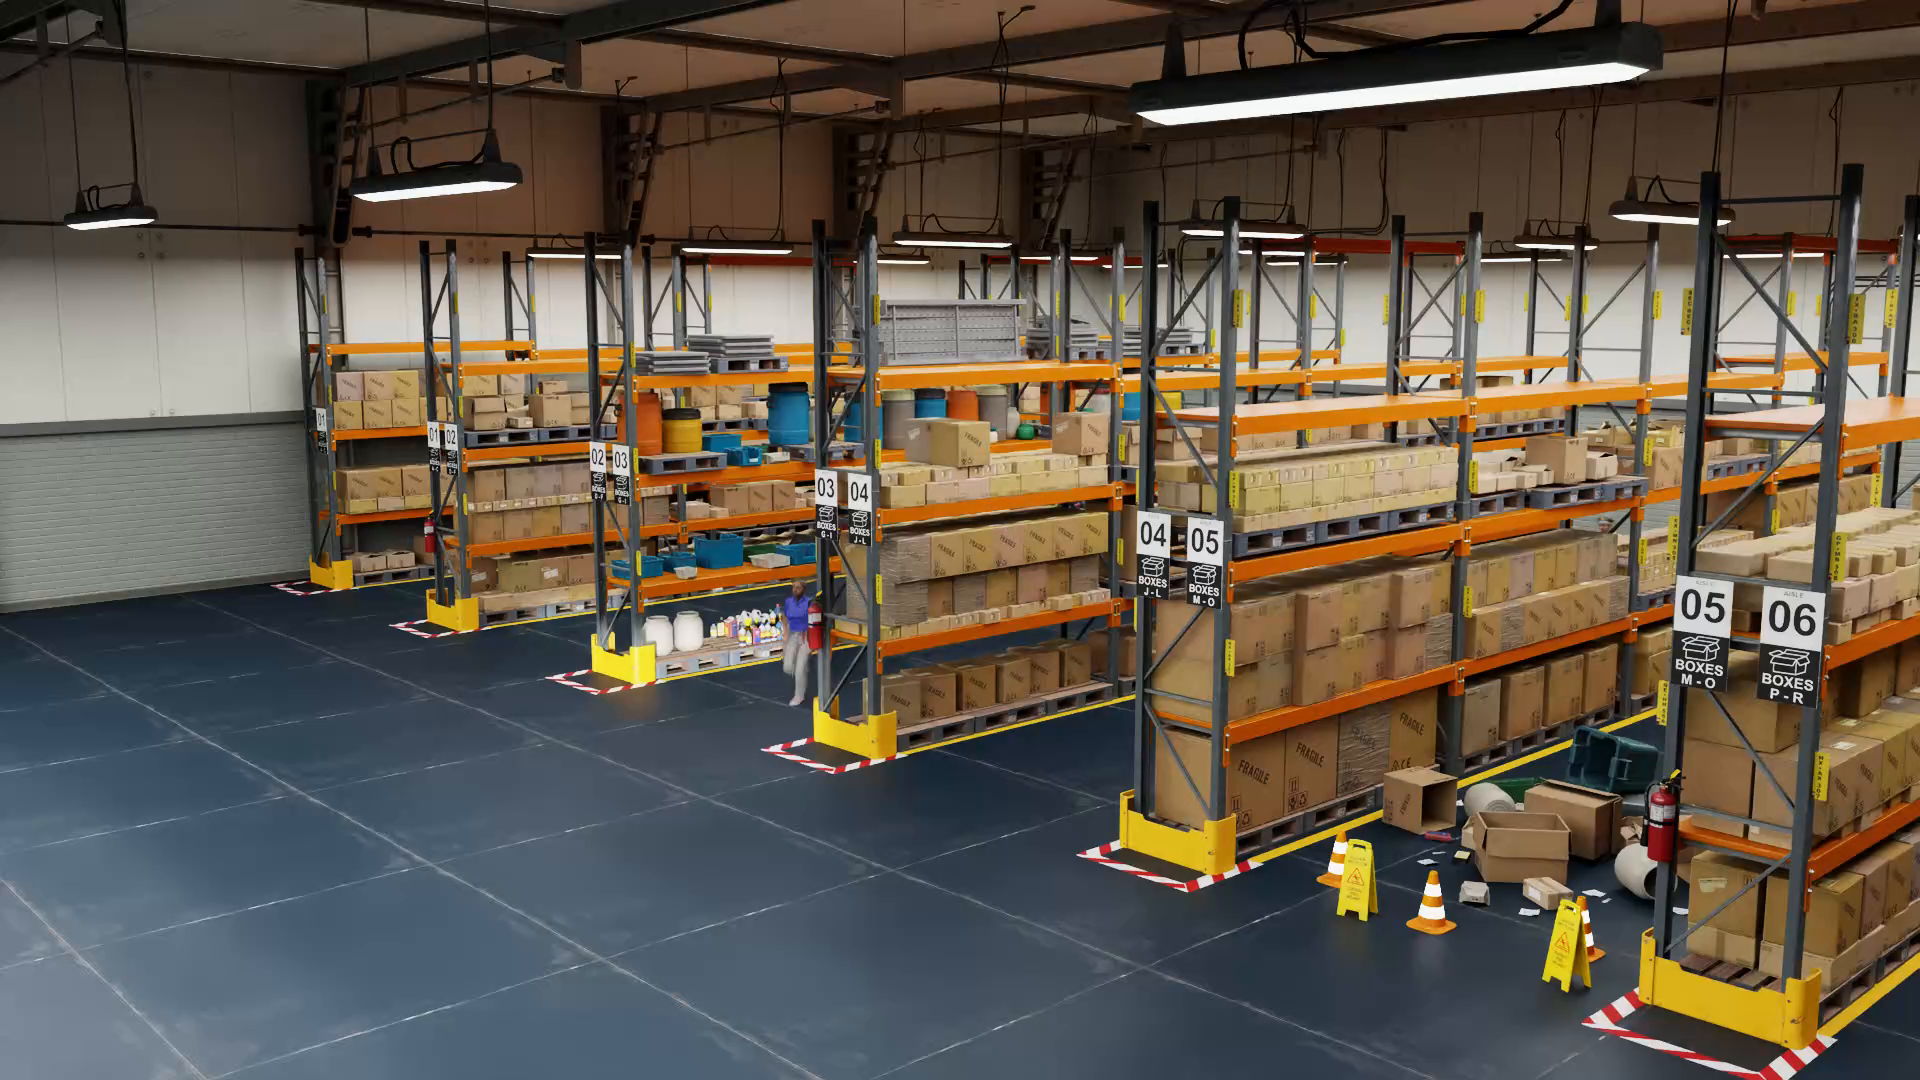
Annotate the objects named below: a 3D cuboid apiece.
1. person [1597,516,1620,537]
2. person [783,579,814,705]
[{"bbox_3d":[10.225,0.460,26.422,0.562,1.719,0.857,8,12,44],"label":"person"},{"bbox_3d":[-2.016,1.284,21.198,0.588,1.613,0.547,3,9,20],"label":"person"}]
